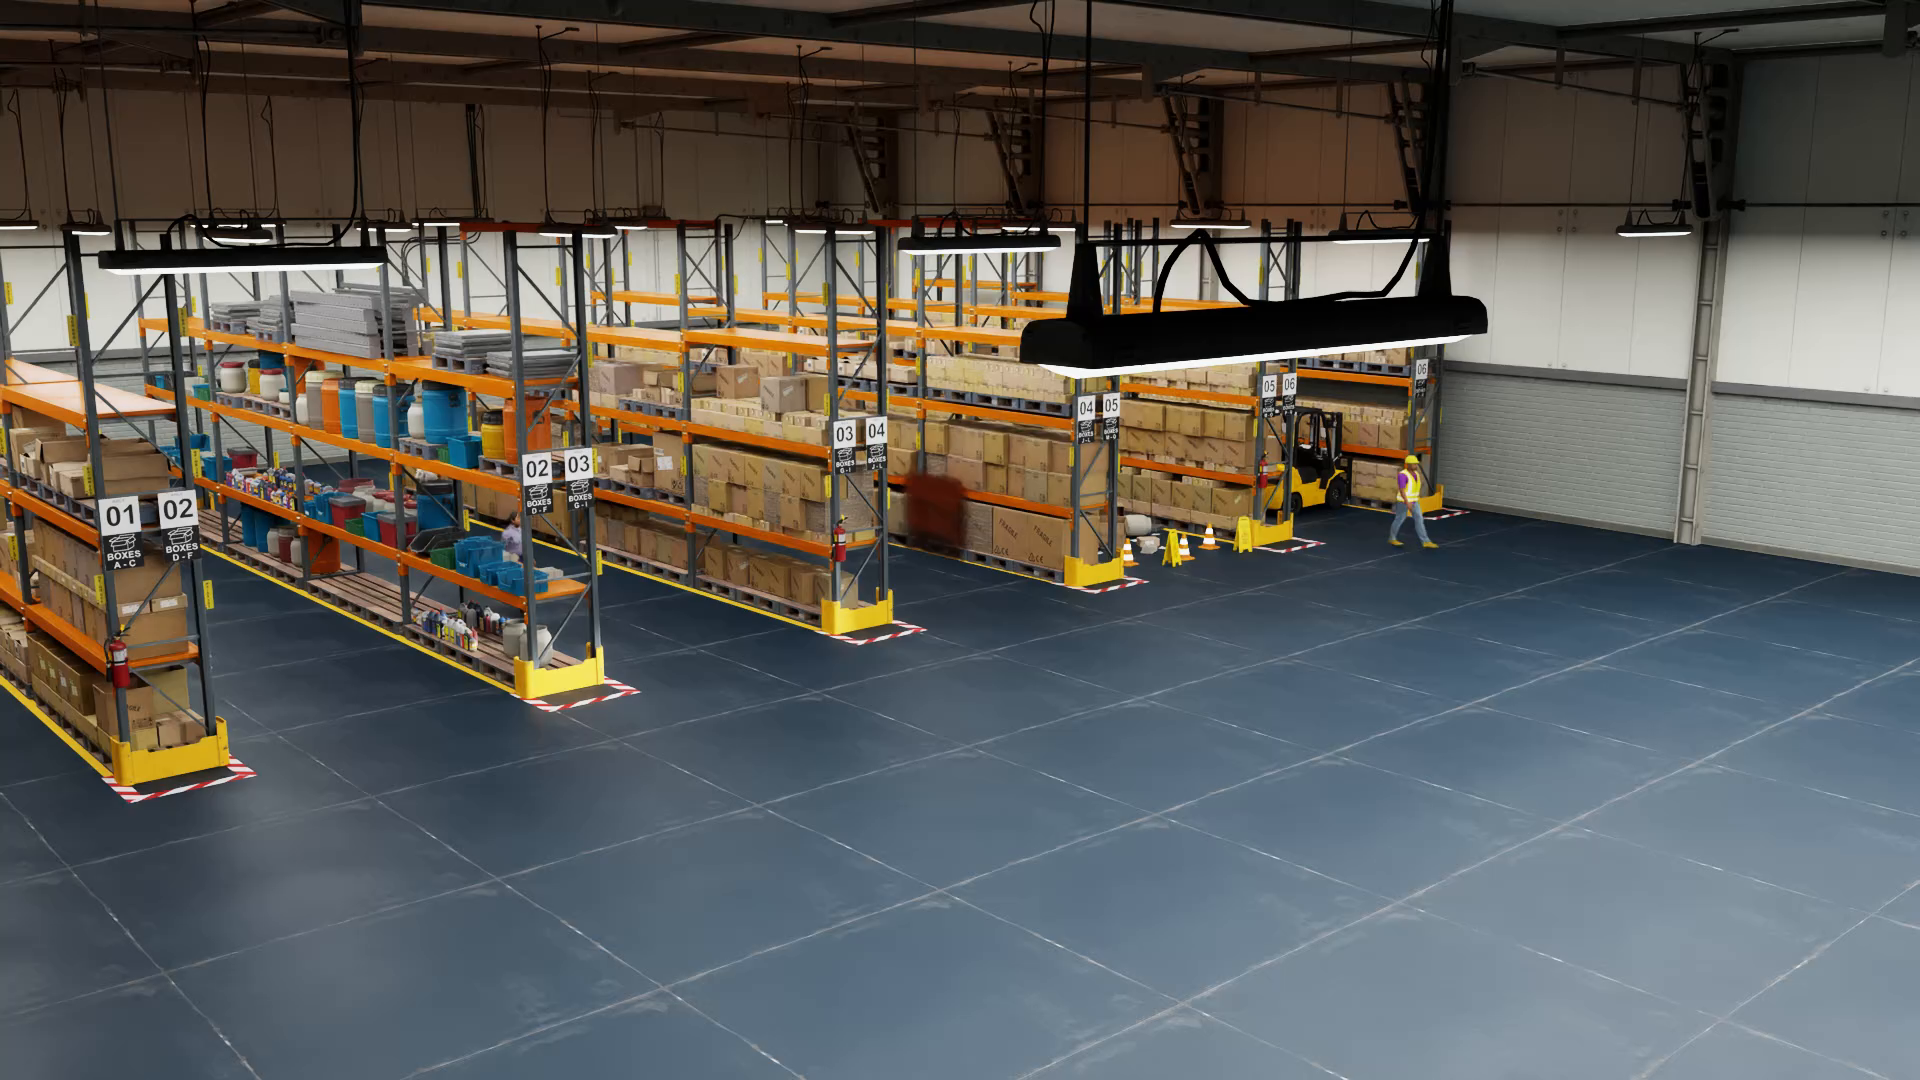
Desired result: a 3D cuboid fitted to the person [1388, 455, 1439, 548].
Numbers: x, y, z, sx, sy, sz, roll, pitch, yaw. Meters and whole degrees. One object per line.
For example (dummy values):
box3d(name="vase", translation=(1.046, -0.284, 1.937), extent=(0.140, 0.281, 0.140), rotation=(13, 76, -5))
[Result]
box3d(name="person", translation=(8.418, -0.715, 30.904), extent=(0.616, 1.716, 0.967), rotation=(-8, 14, -33))

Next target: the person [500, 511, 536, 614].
box3d(name="person", translation=(-6.984, 0.325, 26.116), extent=(0.976, 1.594, 0.564), rotation=(7, 14, 32))

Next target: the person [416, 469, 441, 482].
box3d(name="person", translation=(-10.451, -0.985, 32.760), extent=(0.556, 1.583, 0.728), rotation=(-6, 13, -28))
